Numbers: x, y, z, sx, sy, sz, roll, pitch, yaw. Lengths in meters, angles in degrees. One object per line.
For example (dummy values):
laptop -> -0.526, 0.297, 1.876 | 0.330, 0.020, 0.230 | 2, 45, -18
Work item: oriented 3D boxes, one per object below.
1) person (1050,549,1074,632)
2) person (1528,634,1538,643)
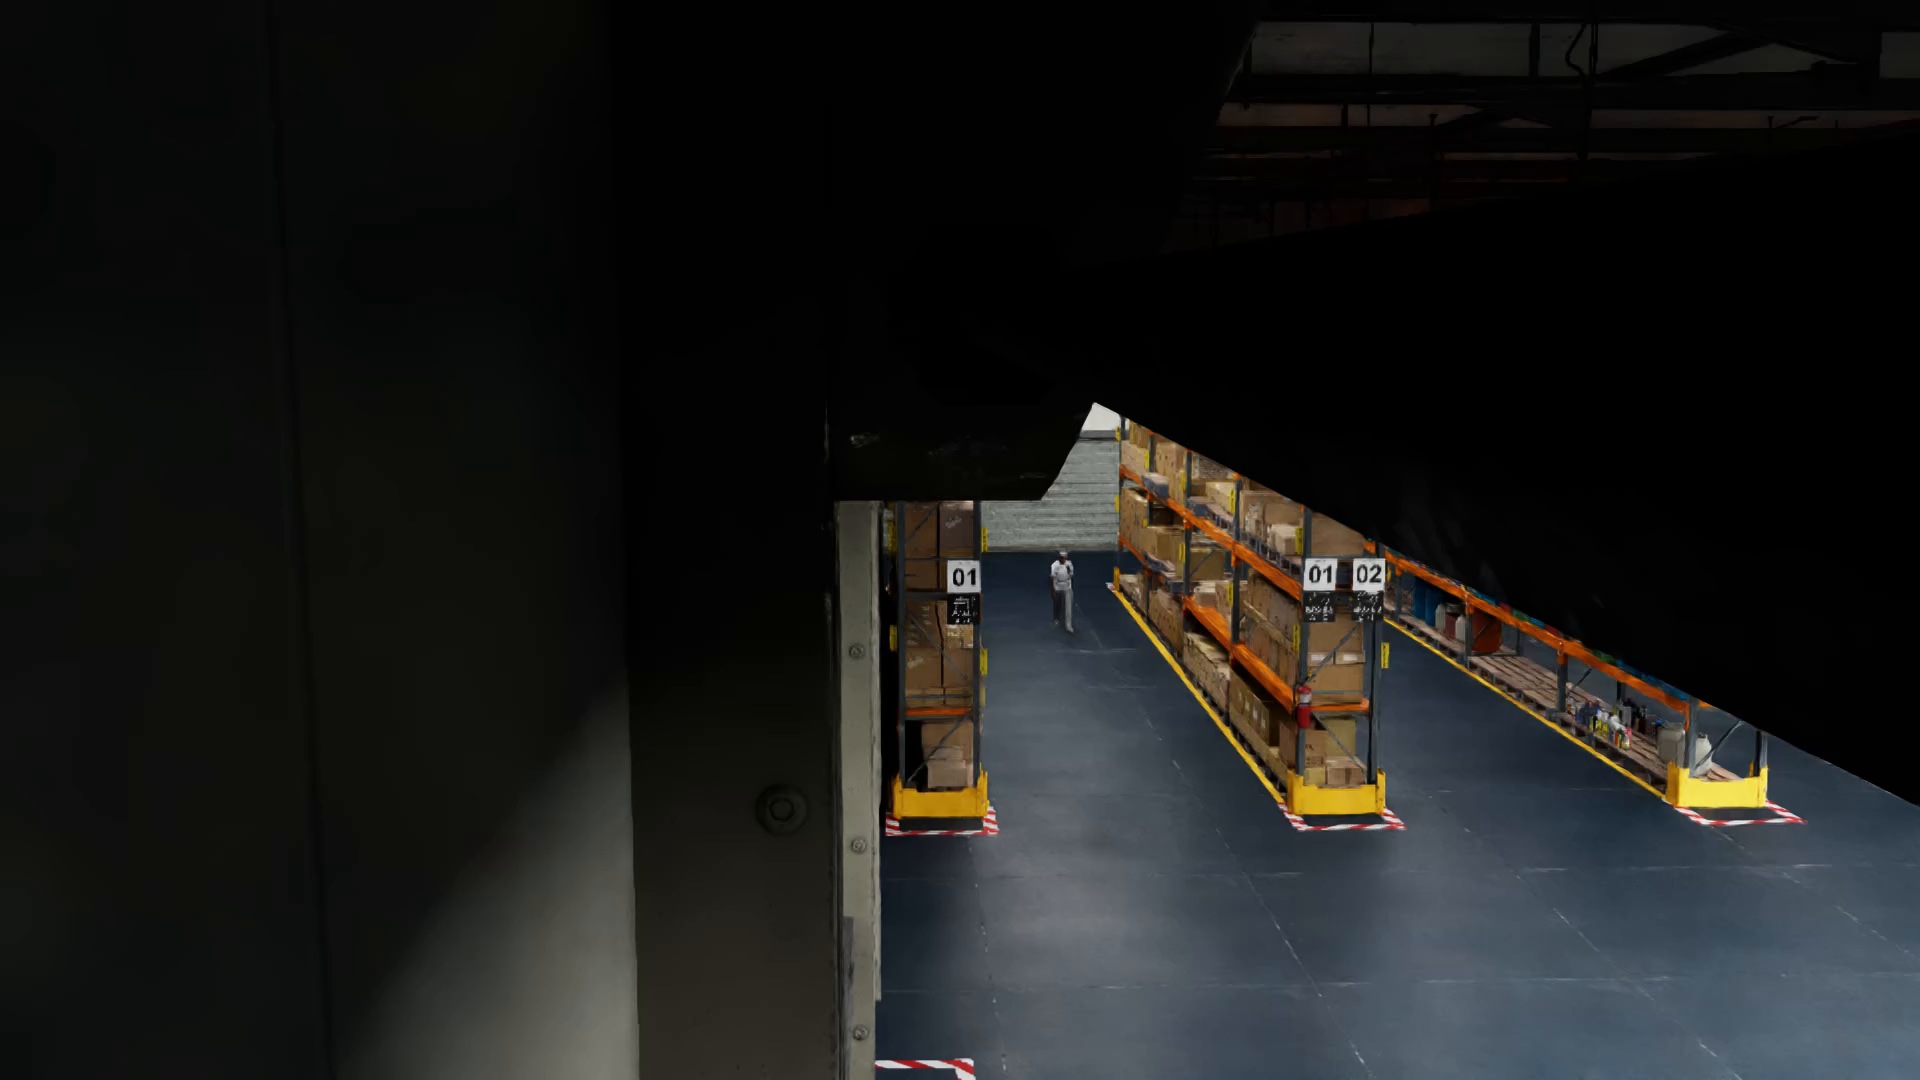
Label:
person -> 1.963, 0.931, 31.994 | 0.456, 1.589, 1.088 | 0, 8, 0
person -> 10.724, 1.118, 30.315 | 0.546, 1.695, 1.106 | -1, 8, -5
